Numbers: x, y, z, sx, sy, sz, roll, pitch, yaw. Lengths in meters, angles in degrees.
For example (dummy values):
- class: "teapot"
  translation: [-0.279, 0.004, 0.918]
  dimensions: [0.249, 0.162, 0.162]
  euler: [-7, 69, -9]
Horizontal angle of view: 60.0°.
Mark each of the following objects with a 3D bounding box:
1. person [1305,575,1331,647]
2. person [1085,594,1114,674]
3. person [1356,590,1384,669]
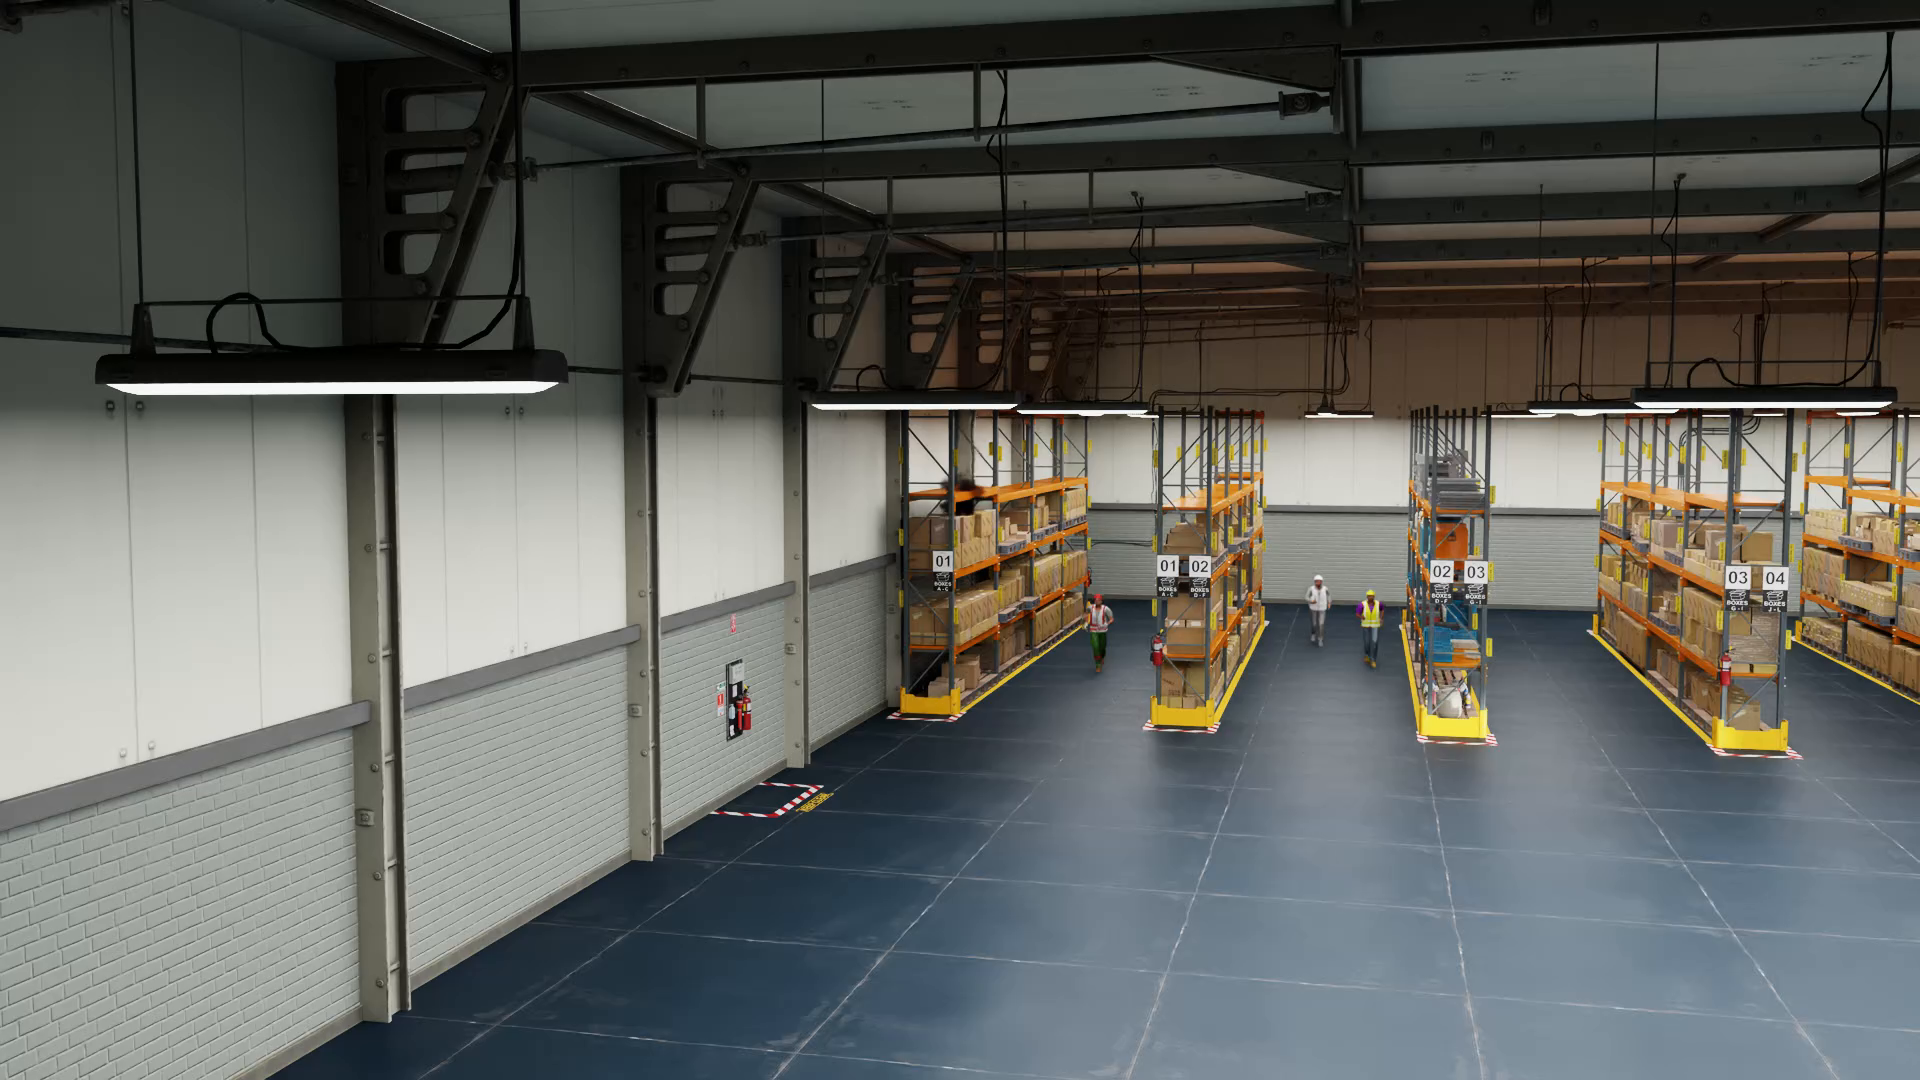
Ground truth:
- class: "person"
  translation: [9.145, 1.788, 42.474]
  dimensions: [0.676, 1.802, 0.854]
  euler: [1, 4, 7]
- class: "person"
  translation: [3.173, 2.106, 37.987]
  dimensions: [0.685, 1.775, 1.043]
  euler: [1, 4, 11]
- class: "person"
  translation: [9.570, 2.046, 38.834]
  dimensions: [0.640, 1.796, 0.890]
  euler: [1, 4, 16]
